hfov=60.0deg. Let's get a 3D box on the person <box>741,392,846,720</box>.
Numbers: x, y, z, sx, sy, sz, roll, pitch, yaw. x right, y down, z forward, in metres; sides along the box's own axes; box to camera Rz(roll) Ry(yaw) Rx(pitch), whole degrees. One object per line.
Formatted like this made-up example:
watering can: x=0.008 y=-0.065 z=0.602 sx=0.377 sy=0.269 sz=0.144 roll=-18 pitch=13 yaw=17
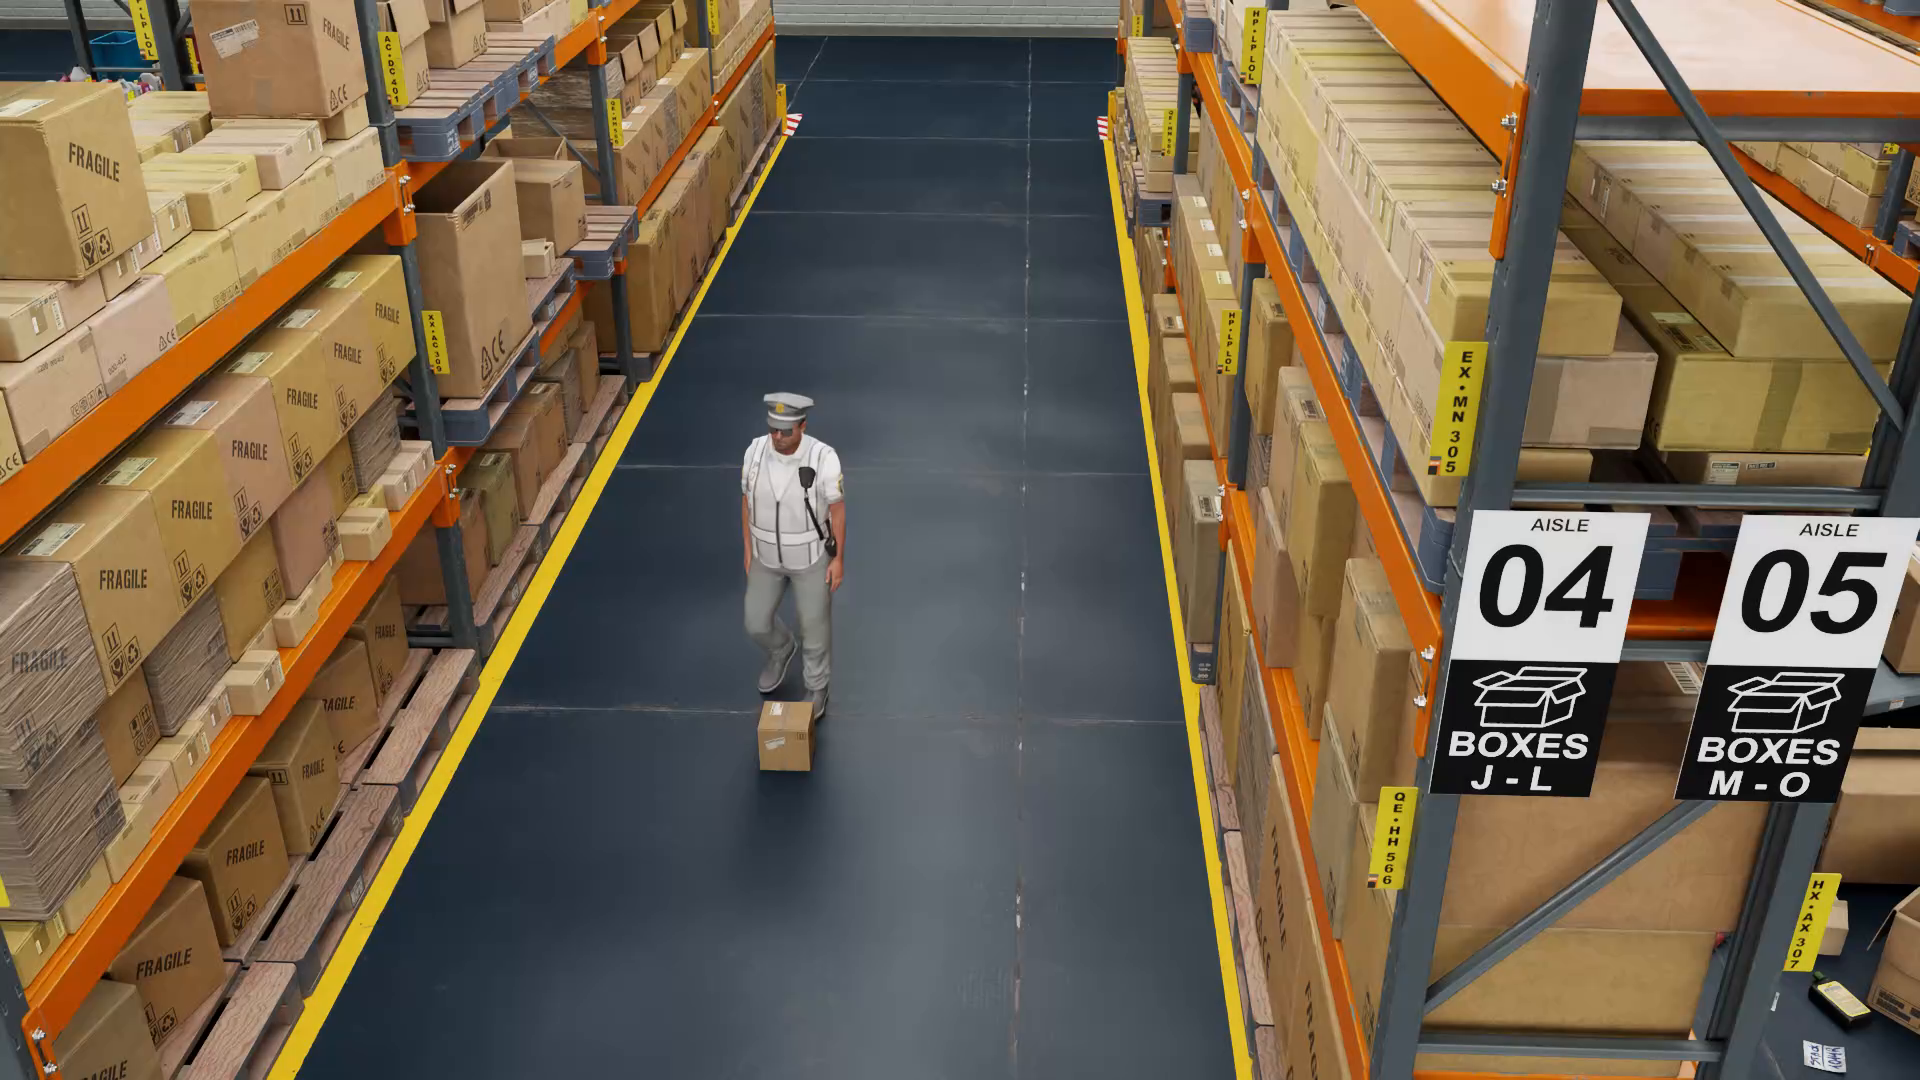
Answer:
person: x=-0.845 y=0.056 z=8.461 sx=0.548 sy=1.751 sz=0.515 roll=5 pitch=28 yaw=10
